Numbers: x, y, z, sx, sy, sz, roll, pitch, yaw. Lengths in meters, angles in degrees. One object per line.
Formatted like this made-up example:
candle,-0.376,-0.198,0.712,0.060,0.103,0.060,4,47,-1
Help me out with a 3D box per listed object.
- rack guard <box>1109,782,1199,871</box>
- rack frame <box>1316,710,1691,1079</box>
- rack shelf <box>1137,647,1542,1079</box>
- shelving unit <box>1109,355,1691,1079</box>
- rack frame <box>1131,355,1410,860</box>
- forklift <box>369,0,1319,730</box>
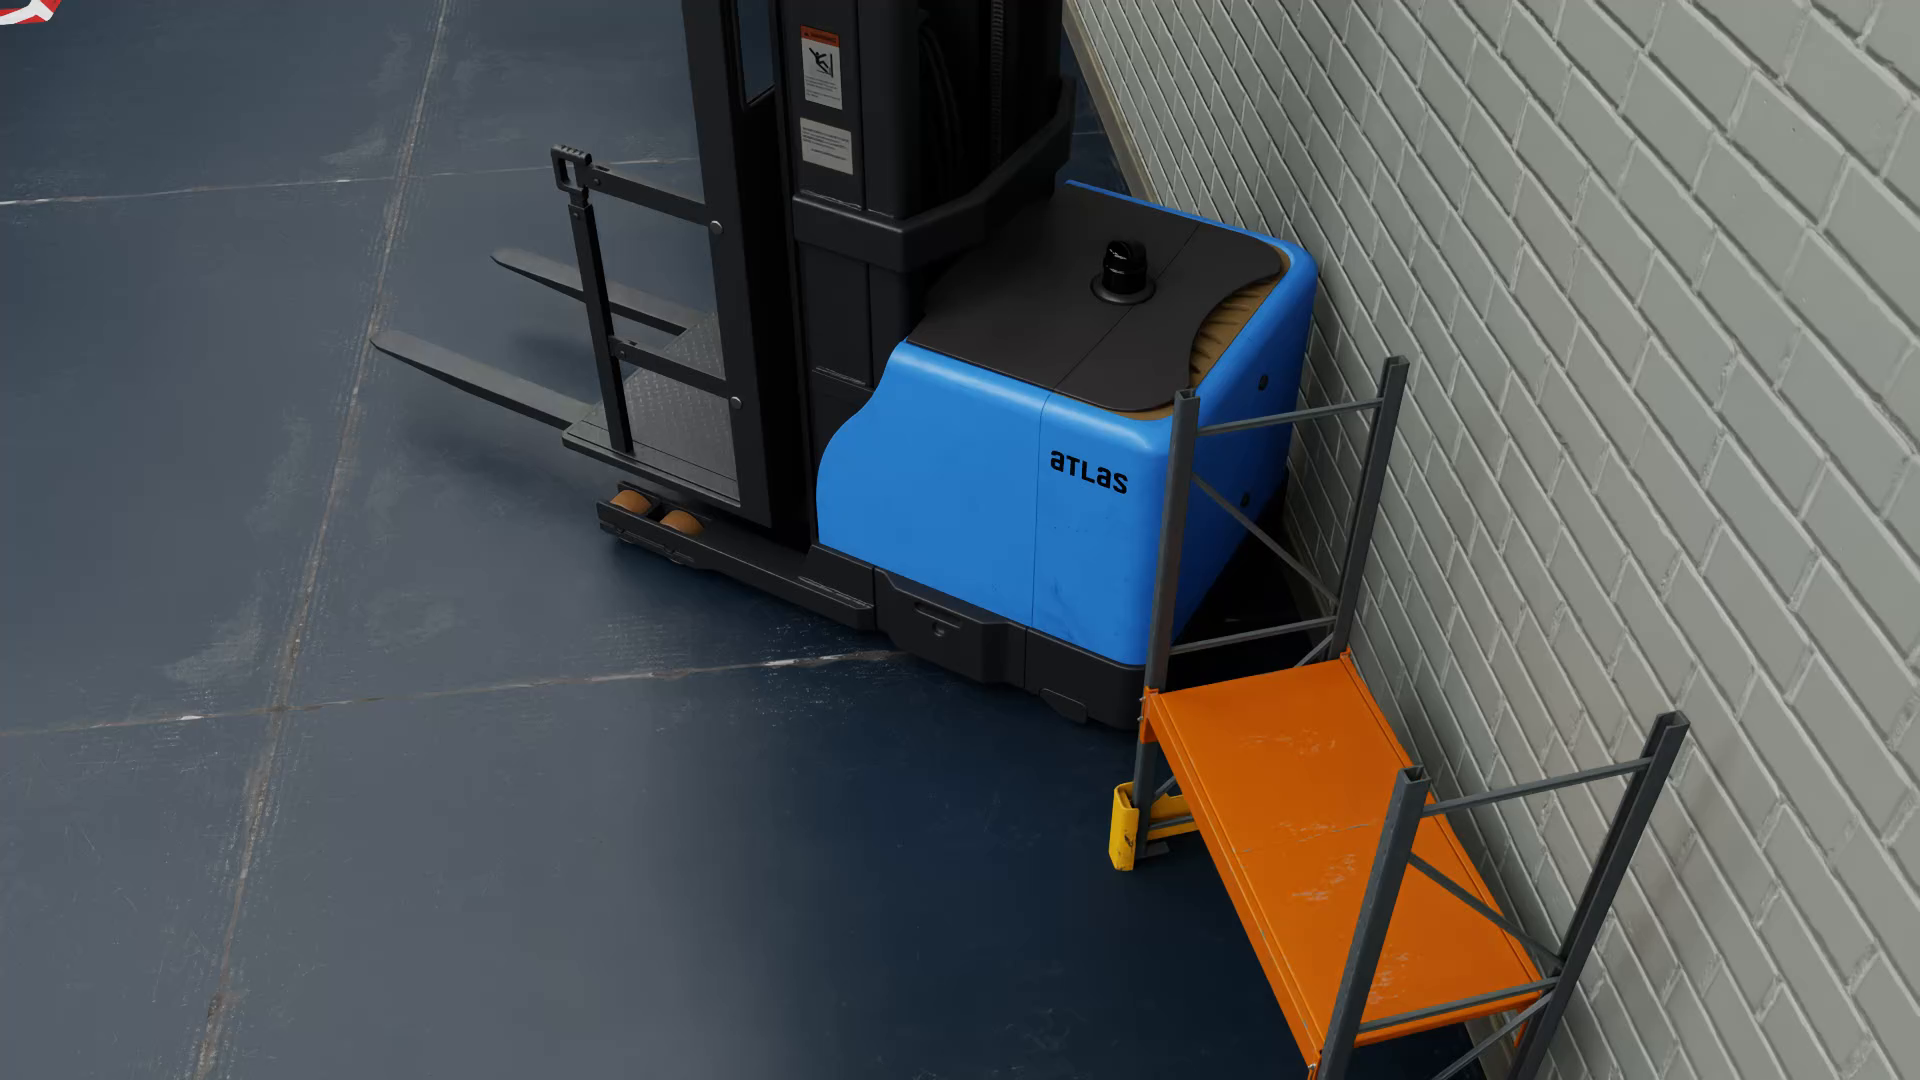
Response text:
rack guard,0.679,0.691,4.298,0.587,0.250,0.087,-10,43,-11
rack frame,0.934,0.885,3.149,0.500,1.500,0.032,-10,43,-11
rack shelf,0.806,0.689,3.635,0.538,0.185,1.000,-10,43,-11
shelving unit,0.804,0.550,3.521,0.587,1.500,1.083,-10,43,-11
rack frame,0.678,0.226,3.880,0.500,1.500,0.032,-10,43,-11
forklift,-0.542,-1.297,4.500,3.031,2.935,1.130,21,46,22
